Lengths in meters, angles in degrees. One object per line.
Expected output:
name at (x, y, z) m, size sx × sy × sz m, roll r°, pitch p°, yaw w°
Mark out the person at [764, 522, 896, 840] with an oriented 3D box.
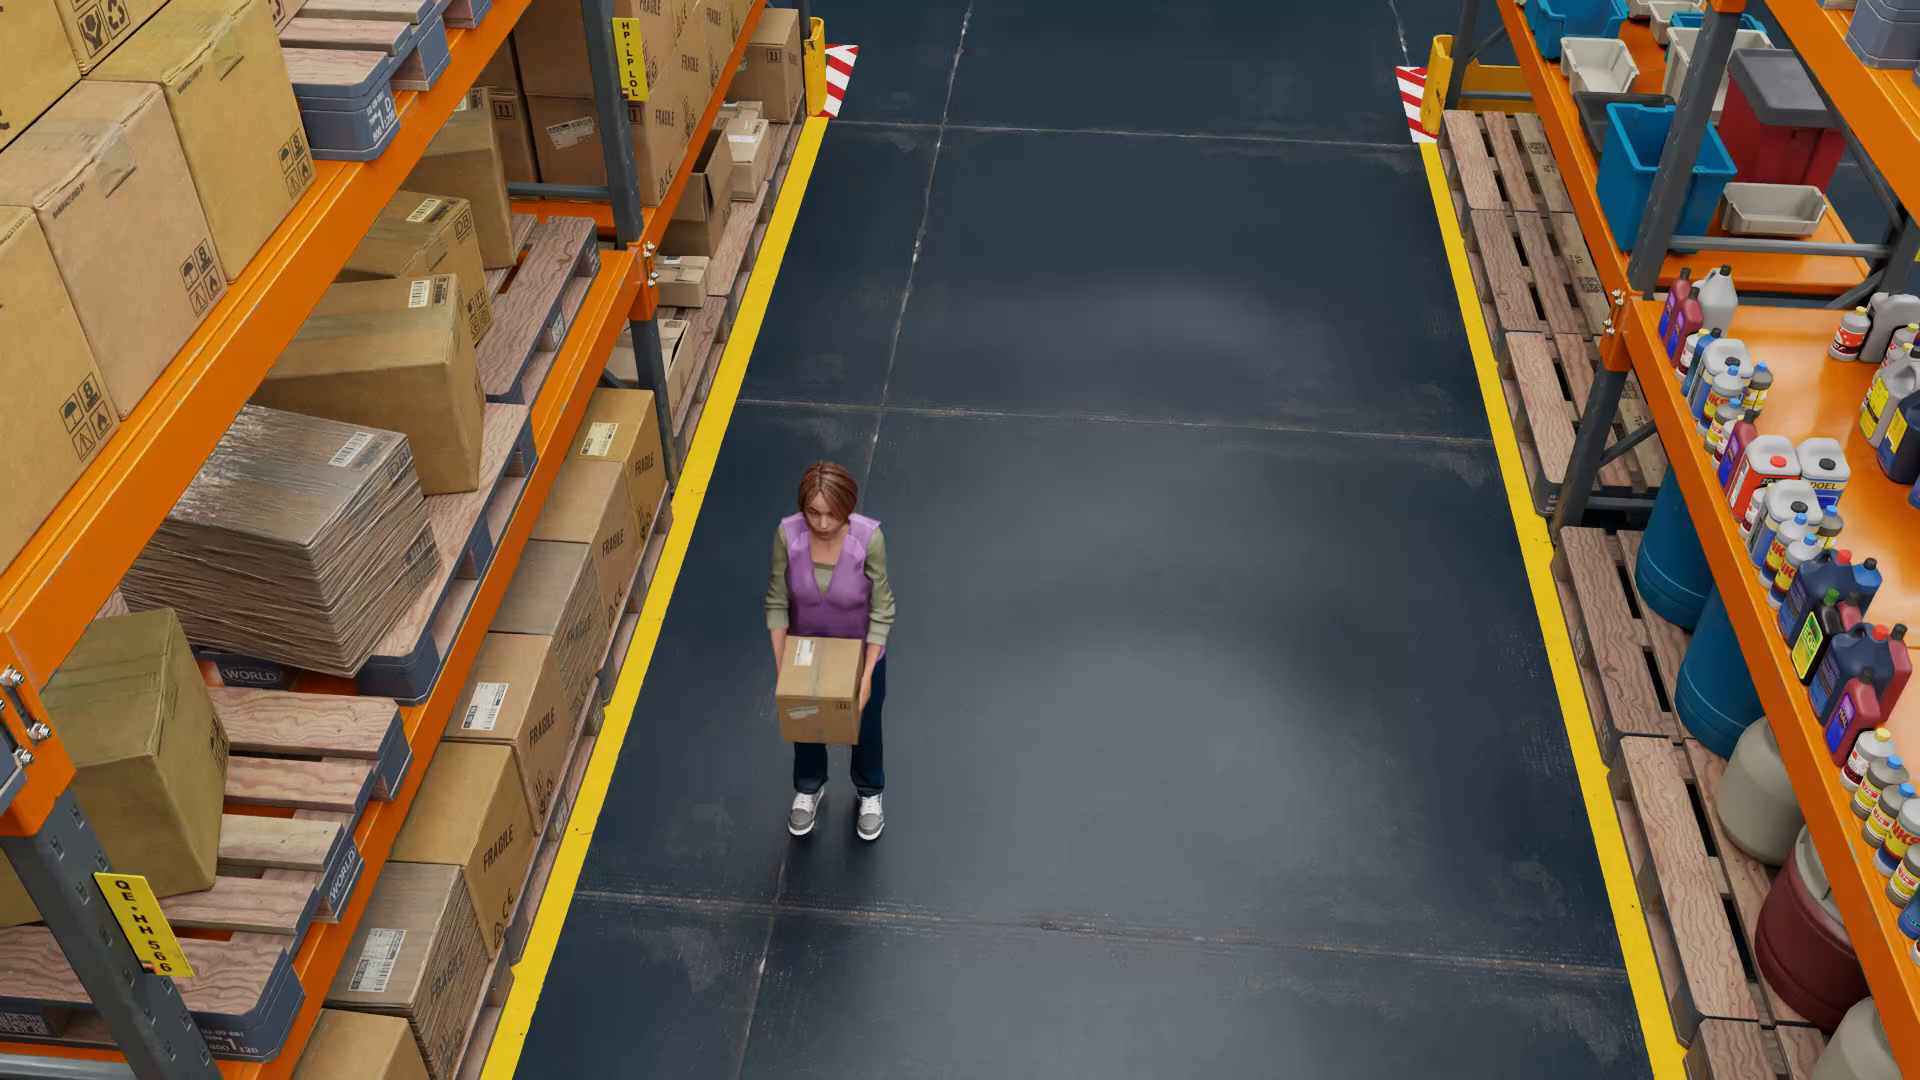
person at (-0.432, 0.490, 5.778) m, size 0.442 × 1.354 × 0.325 m, roll 3°, pitch 41°, yaw 3°
